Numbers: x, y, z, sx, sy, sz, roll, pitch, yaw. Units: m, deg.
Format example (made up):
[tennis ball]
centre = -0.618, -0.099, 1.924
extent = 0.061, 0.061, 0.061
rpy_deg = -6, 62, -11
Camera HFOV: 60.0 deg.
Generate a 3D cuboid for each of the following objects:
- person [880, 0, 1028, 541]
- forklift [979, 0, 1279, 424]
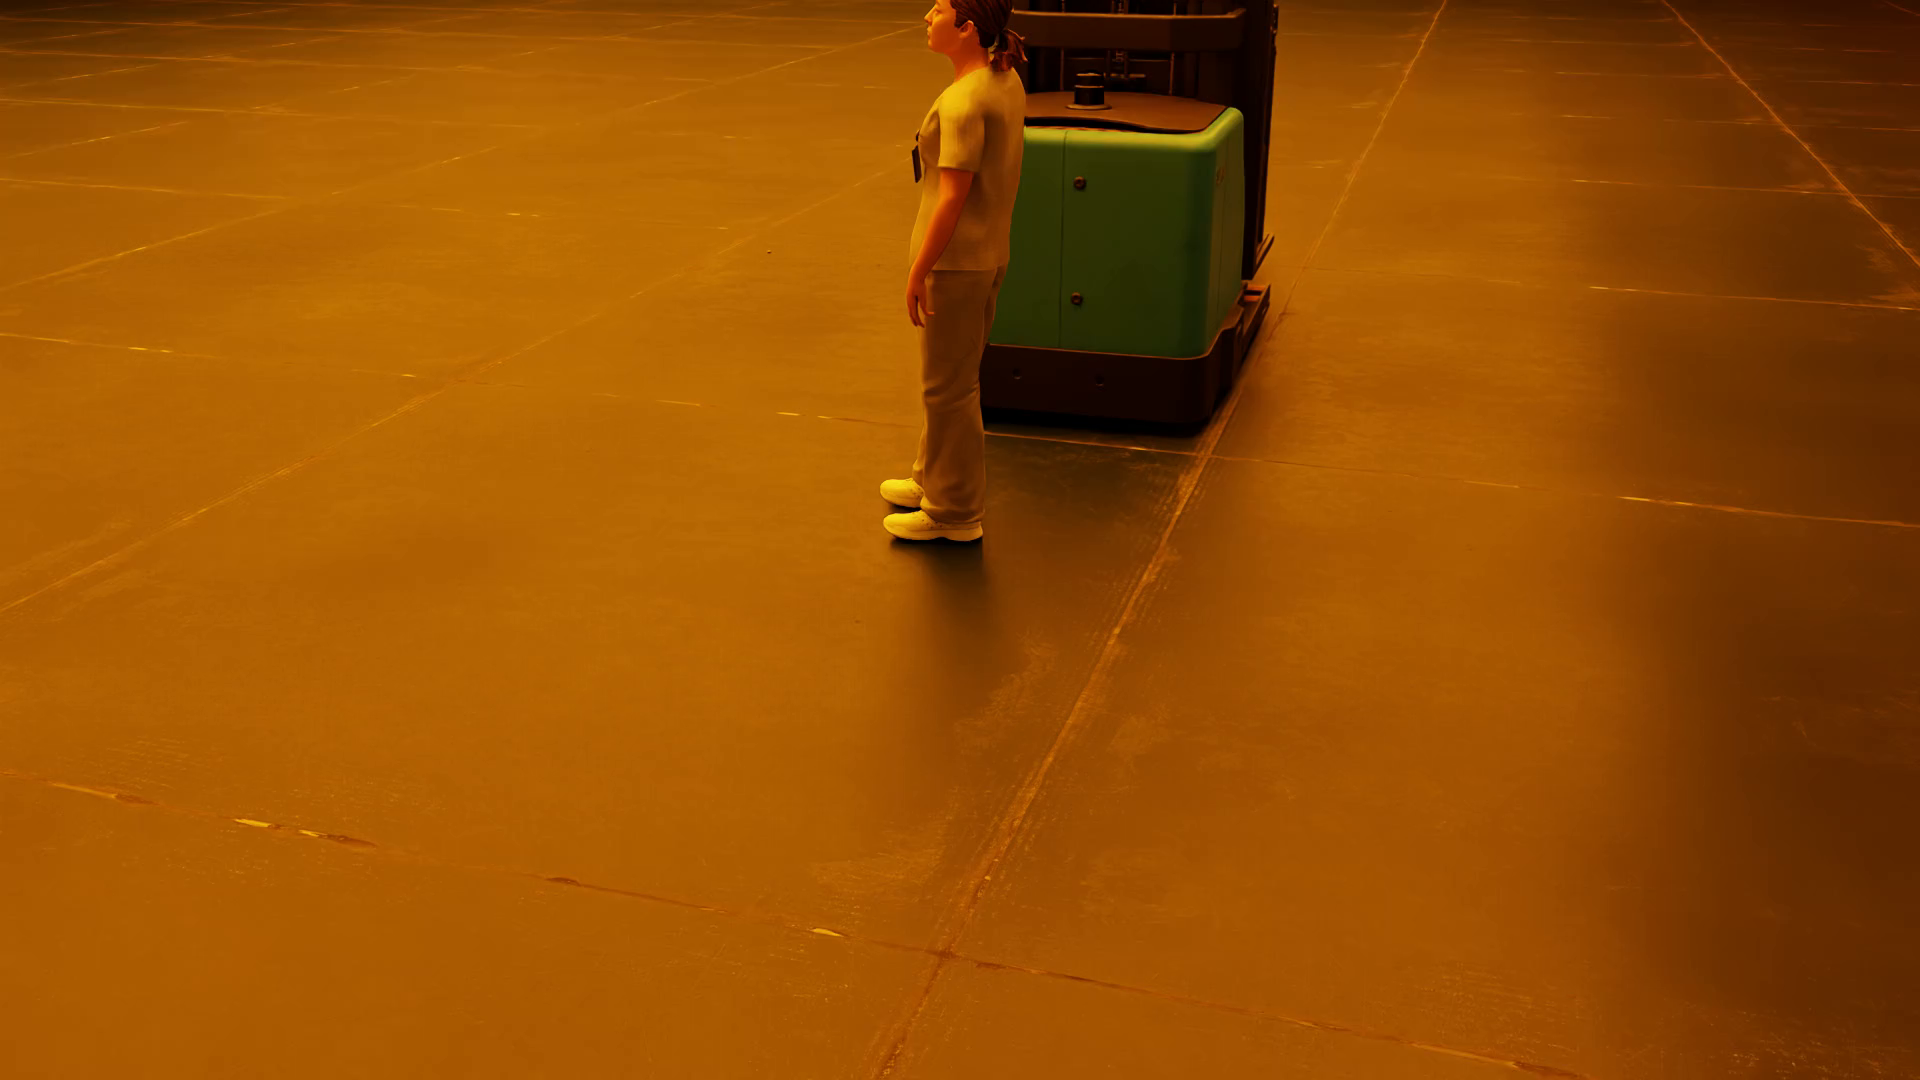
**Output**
[person]
centre = -0.066, -0.795, 4.830
extent = 0.549, 1.675, 0.549
rpy_deg = 7, 23, 16
[forklift]
centre = 0.777, -2.304, 6.860
extent = 1.130, 2.935, 3.031
rpy_deg = 6, 23, 15
